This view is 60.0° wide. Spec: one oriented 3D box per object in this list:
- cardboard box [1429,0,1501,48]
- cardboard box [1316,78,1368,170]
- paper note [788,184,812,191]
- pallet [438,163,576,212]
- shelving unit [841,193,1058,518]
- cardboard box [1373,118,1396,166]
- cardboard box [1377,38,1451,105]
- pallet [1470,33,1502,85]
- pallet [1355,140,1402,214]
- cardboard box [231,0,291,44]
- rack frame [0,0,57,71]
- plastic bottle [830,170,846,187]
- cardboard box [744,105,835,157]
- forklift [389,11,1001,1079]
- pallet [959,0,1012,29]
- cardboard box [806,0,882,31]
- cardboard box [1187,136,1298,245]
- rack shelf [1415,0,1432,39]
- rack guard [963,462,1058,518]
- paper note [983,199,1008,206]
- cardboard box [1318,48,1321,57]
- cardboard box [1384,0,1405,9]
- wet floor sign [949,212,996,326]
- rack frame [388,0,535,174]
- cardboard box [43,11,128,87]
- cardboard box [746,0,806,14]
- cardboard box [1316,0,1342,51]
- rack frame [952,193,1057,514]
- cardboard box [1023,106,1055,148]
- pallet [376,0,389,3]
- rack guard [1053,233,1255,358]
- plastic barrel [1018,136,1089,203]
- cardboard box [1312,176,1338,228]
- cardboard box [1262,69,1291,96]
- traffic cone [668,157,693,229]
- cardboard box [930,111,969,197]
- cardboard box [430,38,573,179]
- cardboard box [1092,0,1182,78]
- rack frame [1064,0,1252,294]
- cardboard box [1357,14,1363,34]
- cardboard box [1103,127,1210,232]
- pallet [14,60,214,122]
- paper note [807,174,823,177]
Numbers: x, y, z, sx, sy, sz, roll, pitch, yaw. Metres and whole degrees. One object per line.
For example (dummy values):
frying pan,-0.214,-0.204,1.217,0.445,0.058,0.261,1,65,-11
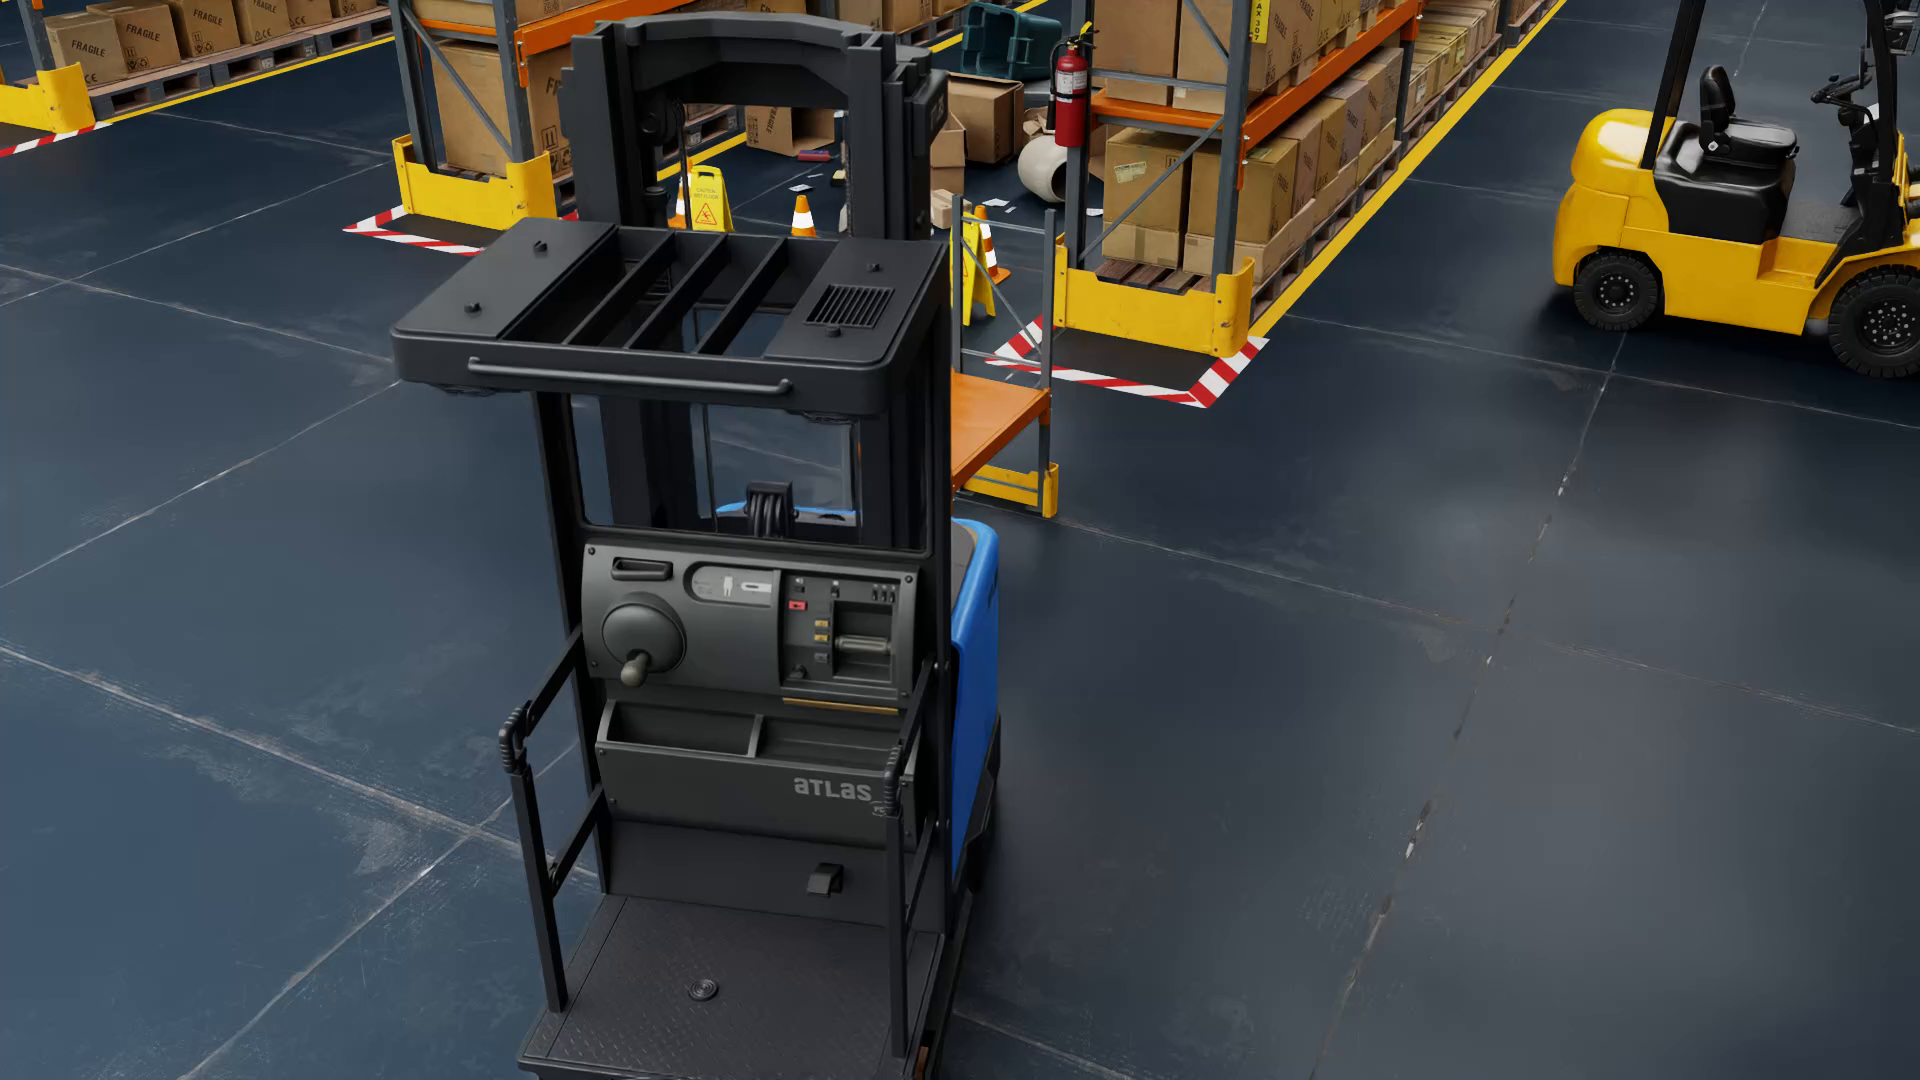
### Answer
cardboard box,4.460,-4.854,15.408,0.950,0.372,0.625,12,32,20
cardboard box,2.412,-2.826,11.246,0.500,0.500,0.500,16,34,26
paper note,-1.164,-2.595,12.240,0.142,0.017,0.144,-25,38,-36
pallet,-3.076,-2.754,12.335,1.003,0.211,1.213,14,33,23
shelving unit,-0.035,-0.617,7.318,0.587,1.500,1.083,14,33,23
cardboard box,2.874,-2.953,12.220,0.500,0.250,0.500,16,33,25
cardboard box,3.465,-3.882,13.715,0.950,0.372,0.625,16,34,26
pallet,4.369,-4.505,15.382,1.003,0.211,1.213,14,33,23
pallet,2.629,-2.772,12.365,1.003,0.211,1.213,14,33,23
cardboard box,-6.603,-4.916,15.387,0.500,0.500,0.500,11,32,19
rack frame,-7.740,-4.762,13.030,1.000,3.000,0.127,14,33,23
plastic bottle,-0.878,-2.708,12.404,0.133,0.061,0.283,4,30,6
cardboard box,-1.342,-3.361,13.098,0.500,0.500,0.500,21,36,32
forklift,-0.608,0.275,4.328,1.130,2.935,3.031,5,30,8
pallet,-0.153,-5.596,17.284,1.003,0.211,1.213,14,33,23
cardboard box,-1.346,-4.867,15.050,1.050,0.750,0.750,14,33,23
cardboard box,1.706,-2.134,10.040,0.500,0.500,0.500,13,32,22
rack shelf,3.815,-4.861,13.926,1.077,0.370,4.000,14,33,23
rack guard,0.192,-0.295,8.013,0.587,0.250,0.087,14,33,23
paper note,0.261,-2.434,11.969,0.142,0.019,0.148,-25,38,-36
cardboard box,2.027,-3.078,10.349,0.380,0.149,0.250,15,33,25
cardboard box,2.921,-3.854,11.701,0.380,0.149,0.250,15,33,24
wet floor sign,0.042,-1.651,9.977,0.232,0.644,0.267,-25,38,-36
rack frame,-3.371,-3.592,10.992,1.000,3.000,0.127,14,33,23
cardboard box,-7.441,-4.133,14.023,0.500,0.500,0.500,21,36,32
cardboard box,-1.898,-4.363,14.047,0.875,0.875,0.875,15,33,24
cardboard box,2.008,-3.289,10.067,0.500,0.500,0.500,14,33,22
rack frame,0.193,-0.838,7.703,0.500,1.500,0.032,14,33,23
cardboard box,0.622,-3.227,13.102,0.258,0.266,0.396,-7,31,-11
pallet,-5.565,-5.671,17.413,1.003,0.211,1.213,14,33,23
rack guard,1.116,-1.463,9.796,1.175,0.500,0.348,14,33,23
plastic barrel,0.675,-2.655,11.949,0.421,0.421,0.512,-12,32,-20
cardboard box,2.172,-2.267,11.026,0.500,0.250,0.500,17,34,27
cardboard box,1.716,-2.722,9.731,0.380,0.149,0.250,13,32,22
traffic cone,-1.865,-2.405,11.473,0.336,0.463,0.334,14,33,23
cardboard box,-0.372,-2.784,12.092,0.797,0.503,0.637,-7,31,-11
cardboard box,-3.121,-3.168,11.966,0.875,0.875,0.875,14,33,24
cardboard box,1.084,-2.989,9.543,0.500,0.500,0.500,14,33,22
rack frame,1.082,-2.513,9.115,1.000,3.000,0.127,14,33,23
cardboard box,2.426,-3.408,10.925,0.380,0.149,0.250,14,33,22
cardboard box,1.214,-2.243,10.230,0.500,0.500,0.500,15,33,24
pallet,-7.304,-3.938,14.396,1.003,0.211,1.213,14,33,23
paper note,-1.090,-2.744,12.518,0.123,0.001,0.032,-18,34,-28
